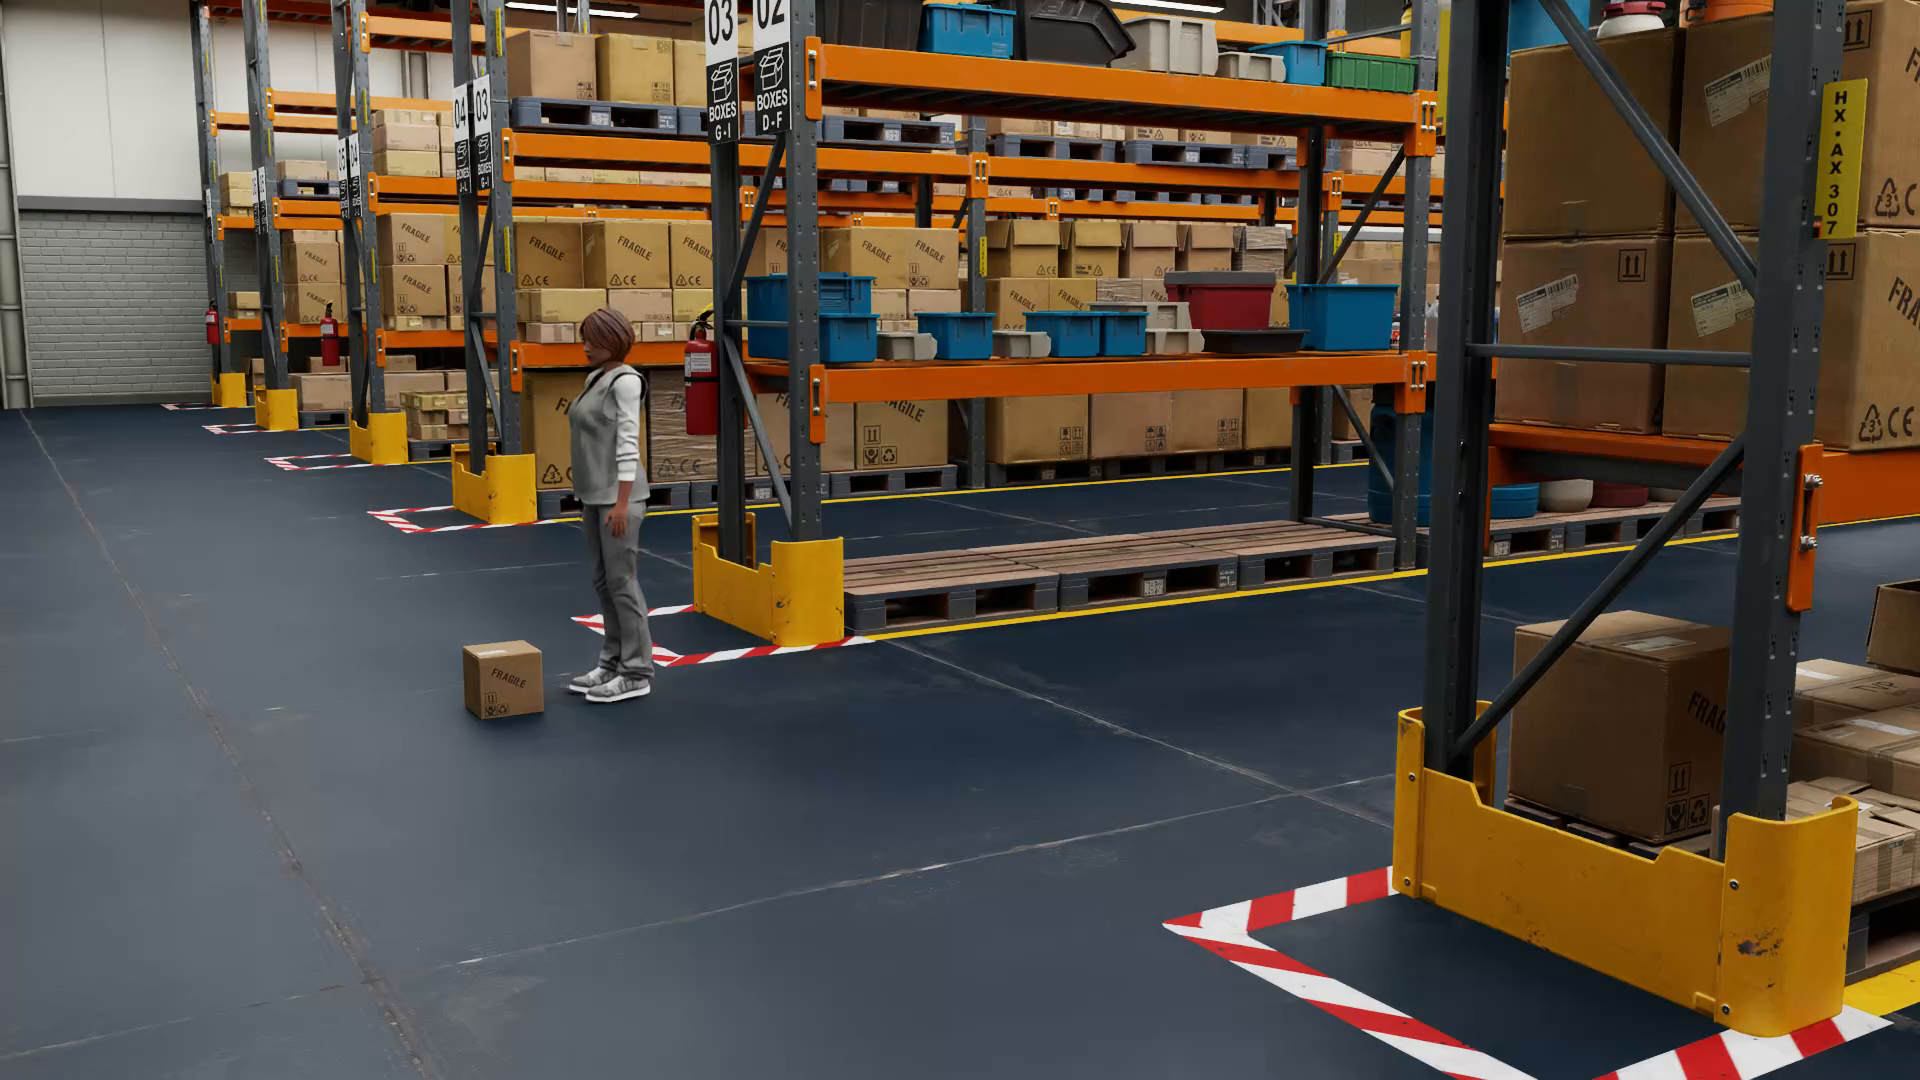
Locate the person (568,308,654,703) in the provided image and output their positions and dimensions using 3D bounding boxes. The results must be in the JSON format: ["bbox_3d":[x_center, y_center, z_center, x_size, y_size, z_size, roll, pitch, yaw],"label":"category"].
[{"bbox_3d":[-1.436,-0.143,6.818,0.315,1.601,0.408,-5,10,-30],"label":"person"}]
